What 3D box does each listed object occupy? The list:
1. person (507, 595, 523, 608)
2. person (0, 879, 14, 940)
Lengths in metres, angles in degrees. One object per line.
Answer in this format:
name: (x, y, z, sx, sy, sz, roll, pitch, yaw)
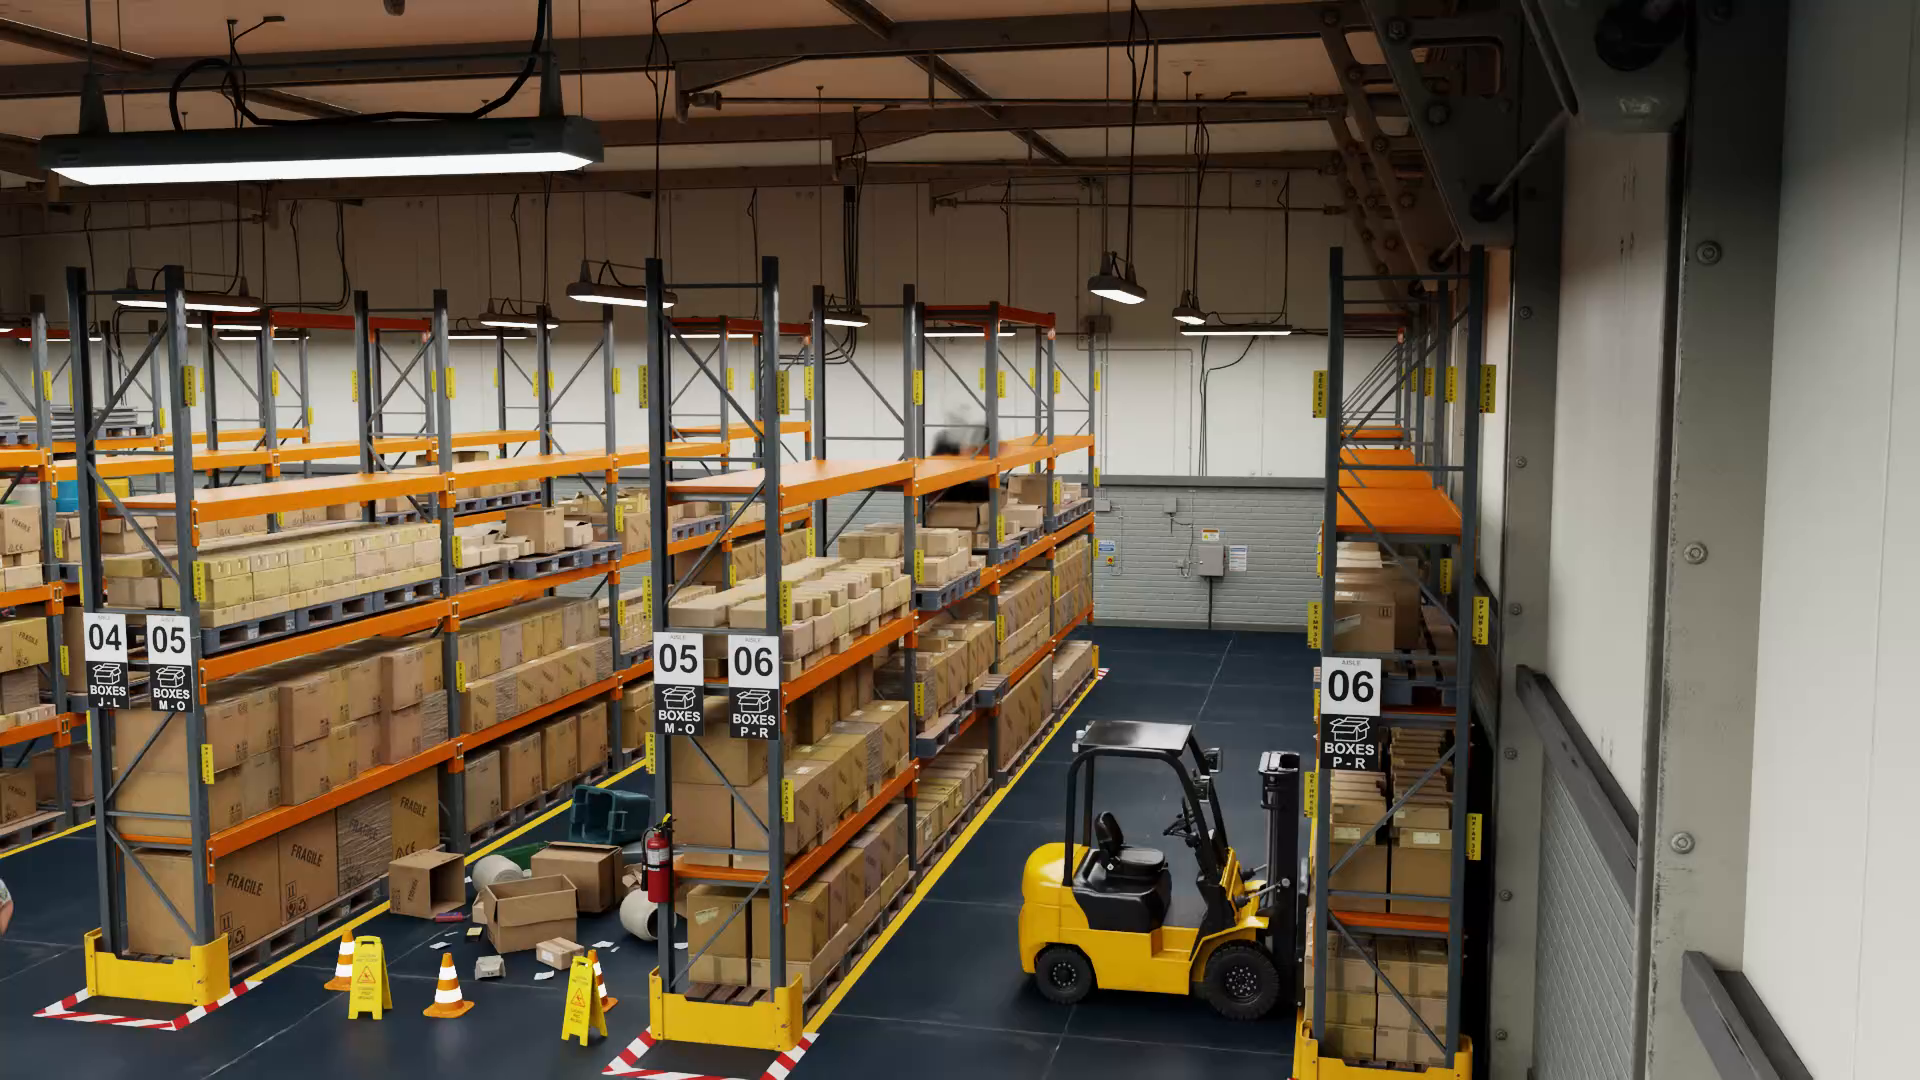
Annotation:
person: (-6.966, 1.704, 26.257, 0.661, 1.648, 0.922, 1, 6, 6)
person: (-7.427, 3.061, 12.402, 0.679, 1.775, 0.653, -5, 7, -38)
